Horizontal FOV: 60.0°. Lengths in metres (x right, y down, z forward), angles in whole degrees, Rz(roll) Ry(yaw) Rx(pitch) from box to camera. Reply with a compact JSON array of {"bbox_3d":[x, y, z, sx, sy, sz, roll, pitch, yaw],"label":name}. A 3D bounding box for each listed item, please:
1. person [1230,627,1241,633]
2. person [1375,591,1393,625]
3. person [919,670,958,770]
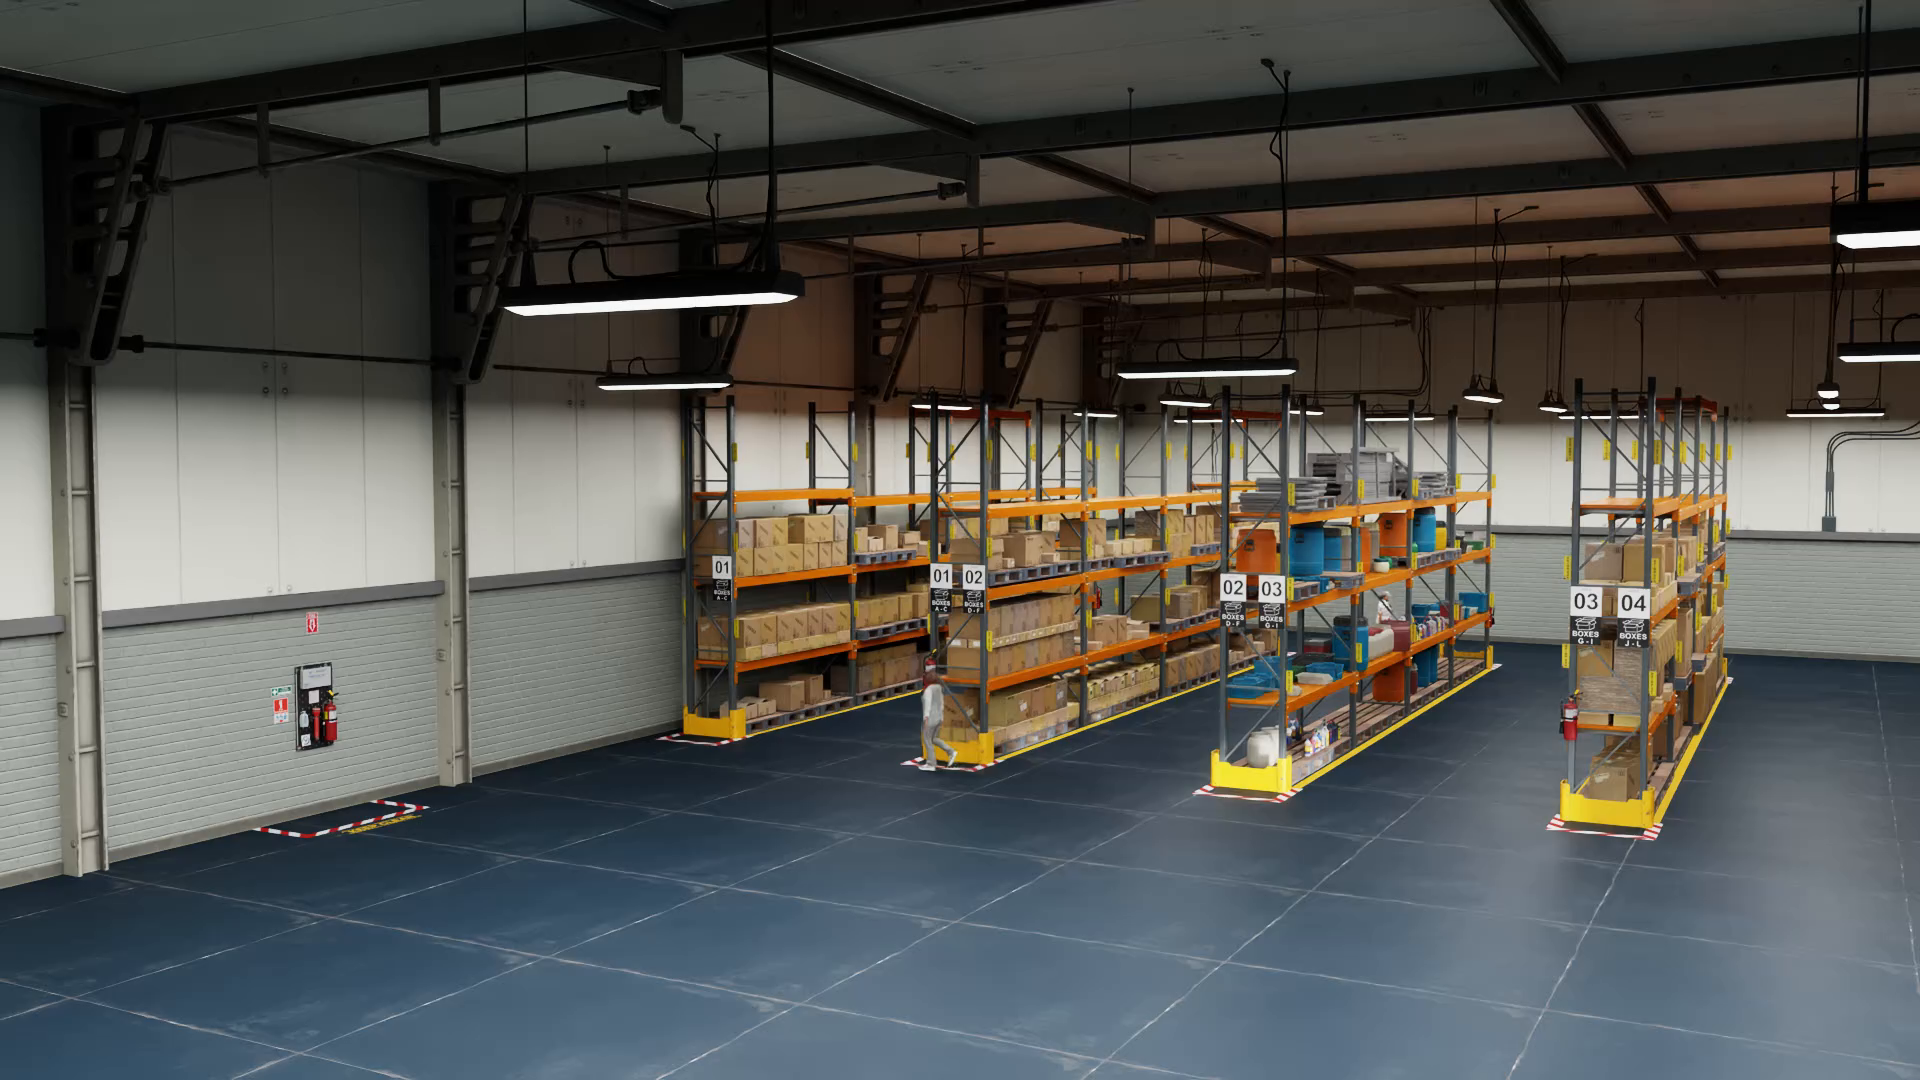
[{"bbox_3d":[6.987,1.878,42.483,0.687,1.765,0.525,0,3,4],"label":"person"},{"bbox_3d":[10.233,2.080,40.157,0.415,1.713,0.518,1,3,16],"label":"person"},{"bbox_3d":[-0.353,2.826,26.057,0.605,1.578,0.413,1,3,20],"label":"person"}]
